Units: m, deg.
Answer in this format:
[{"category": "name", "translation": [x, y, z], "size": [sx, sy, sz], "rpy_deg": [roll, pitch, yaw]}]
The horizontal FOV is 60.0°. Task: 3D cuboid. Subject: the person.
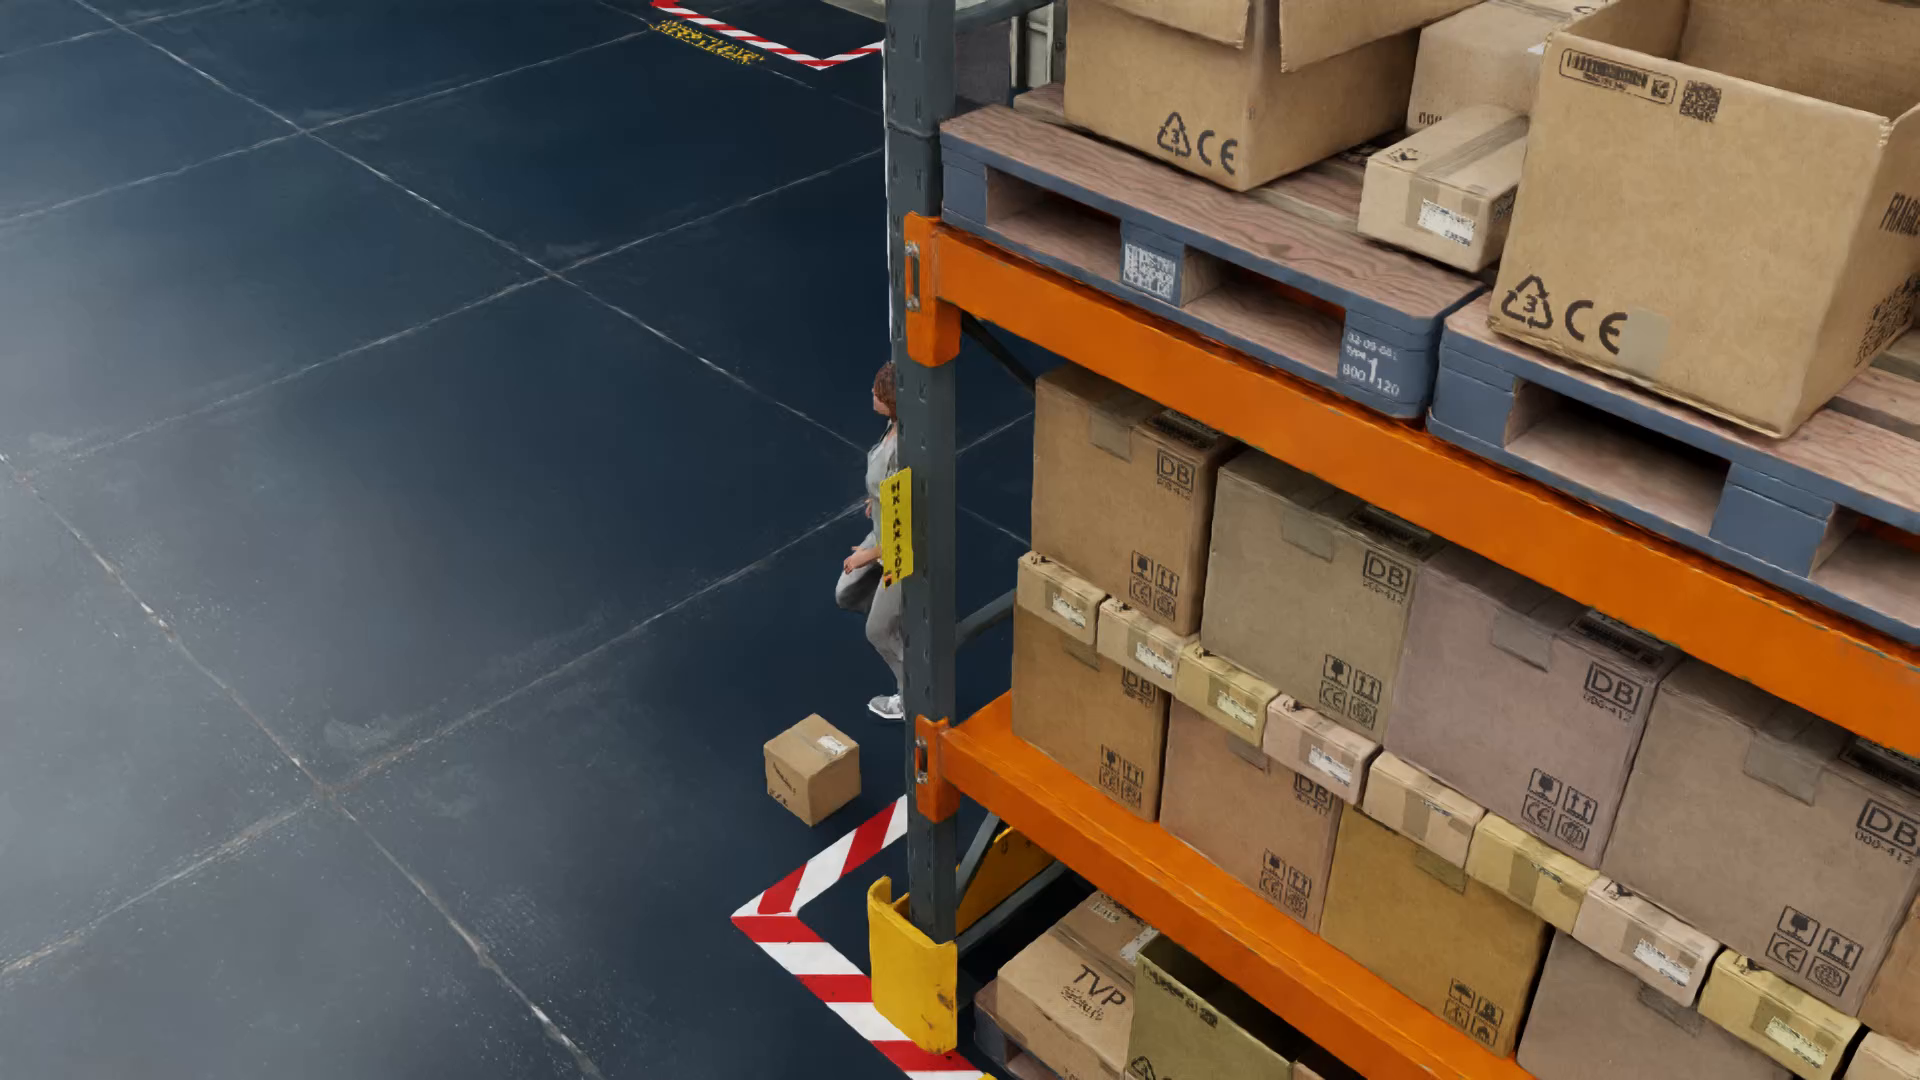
[{"category": "person", "translation": [-0.241, 0.046, 6.123], "size": [0.442, 1.568, 0.579], "rpy_deg": [-5, 36, -7]}]
